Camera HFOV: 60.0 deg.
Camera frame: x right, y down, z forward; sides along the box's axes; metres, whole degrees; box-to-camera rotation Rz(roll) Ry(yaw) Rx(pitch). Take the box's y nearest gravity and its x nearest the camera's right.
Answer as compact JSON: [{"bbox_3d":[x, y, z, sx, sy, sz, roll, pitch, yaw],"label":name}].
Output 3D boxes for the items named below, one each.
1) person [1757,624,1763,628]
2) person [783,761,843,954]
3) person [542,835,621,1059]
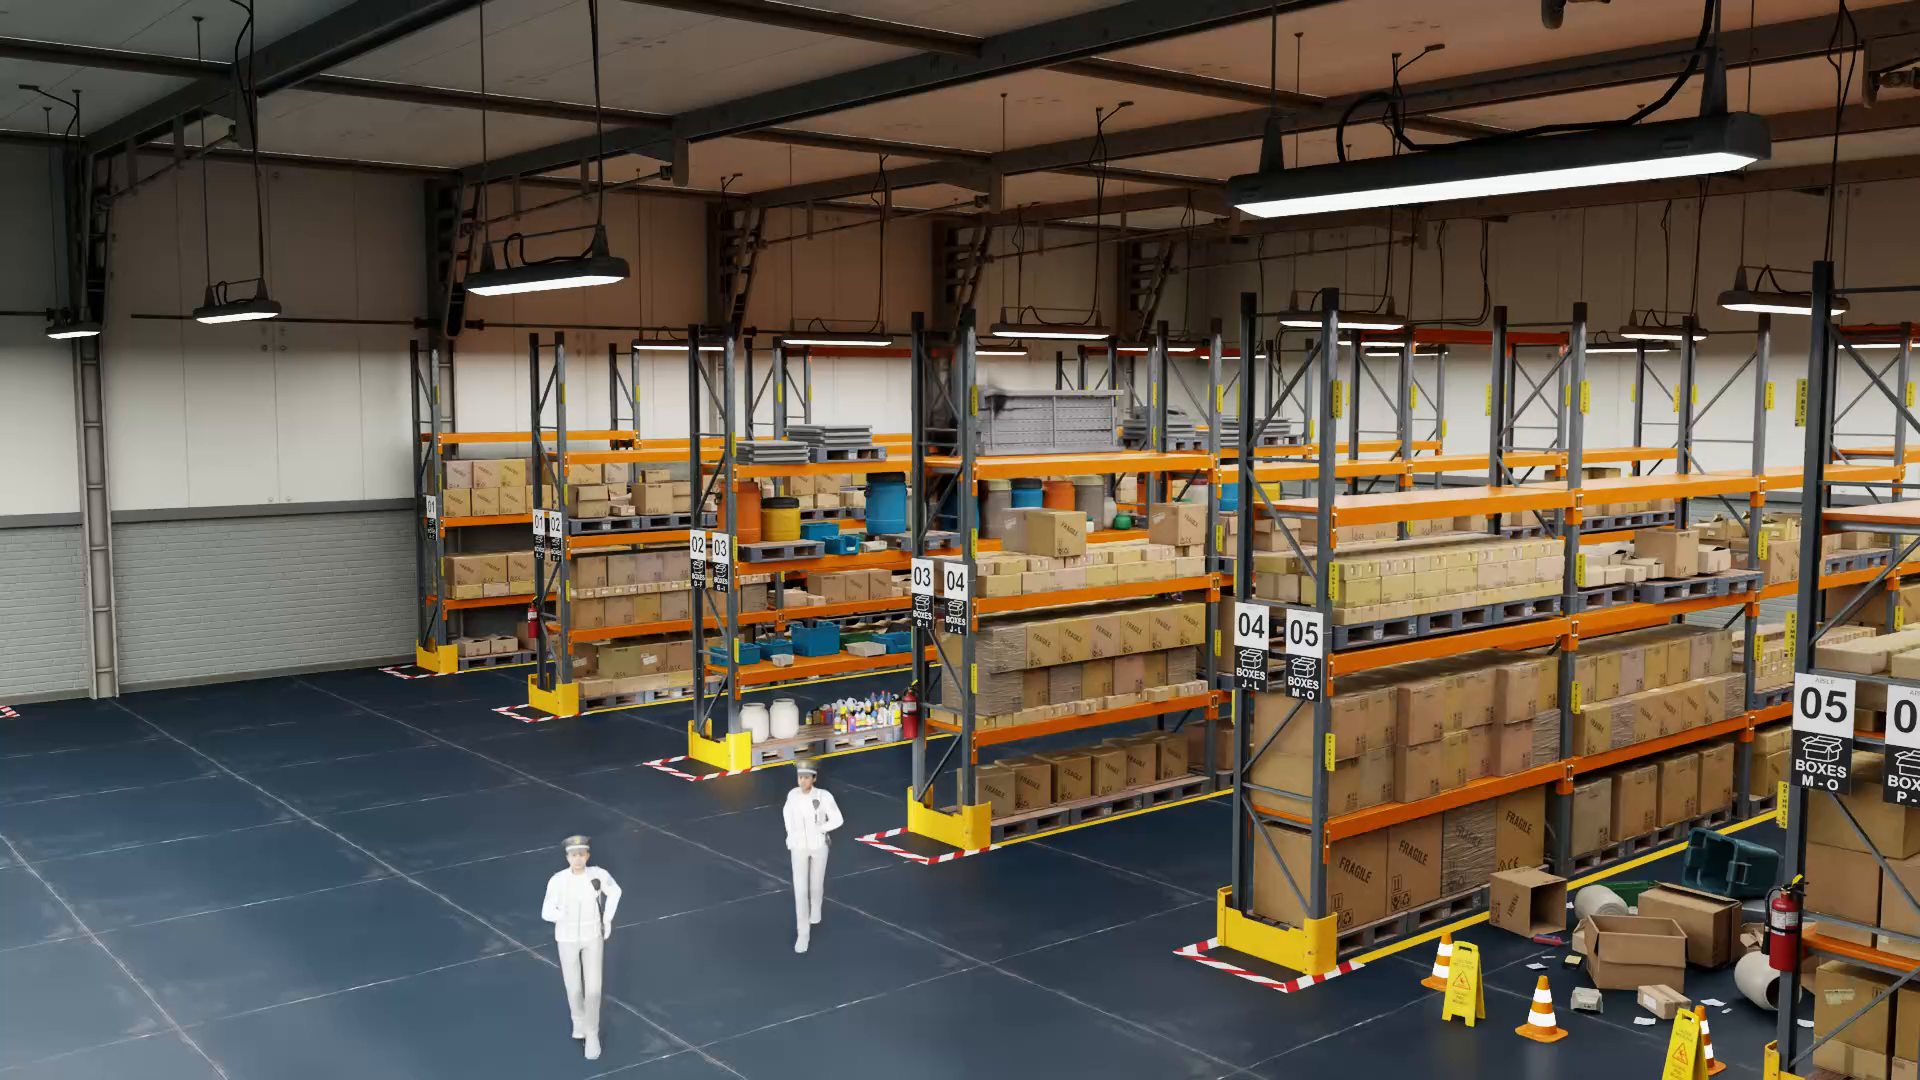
[{"bbox_3d":[11.480,2.072,24.122,0.659,1.724,0.732,-4,7,-40],"label":"person"},{"bbox_3d":[-1.381,2.887,15.529,0.598,1.718,0.869,0,5,4],"label":"person"},{"bbox_3d":[-2.931,3.136,12.892,0.592,1.736,0.683,-1,5,-9],"label":"person"}]
